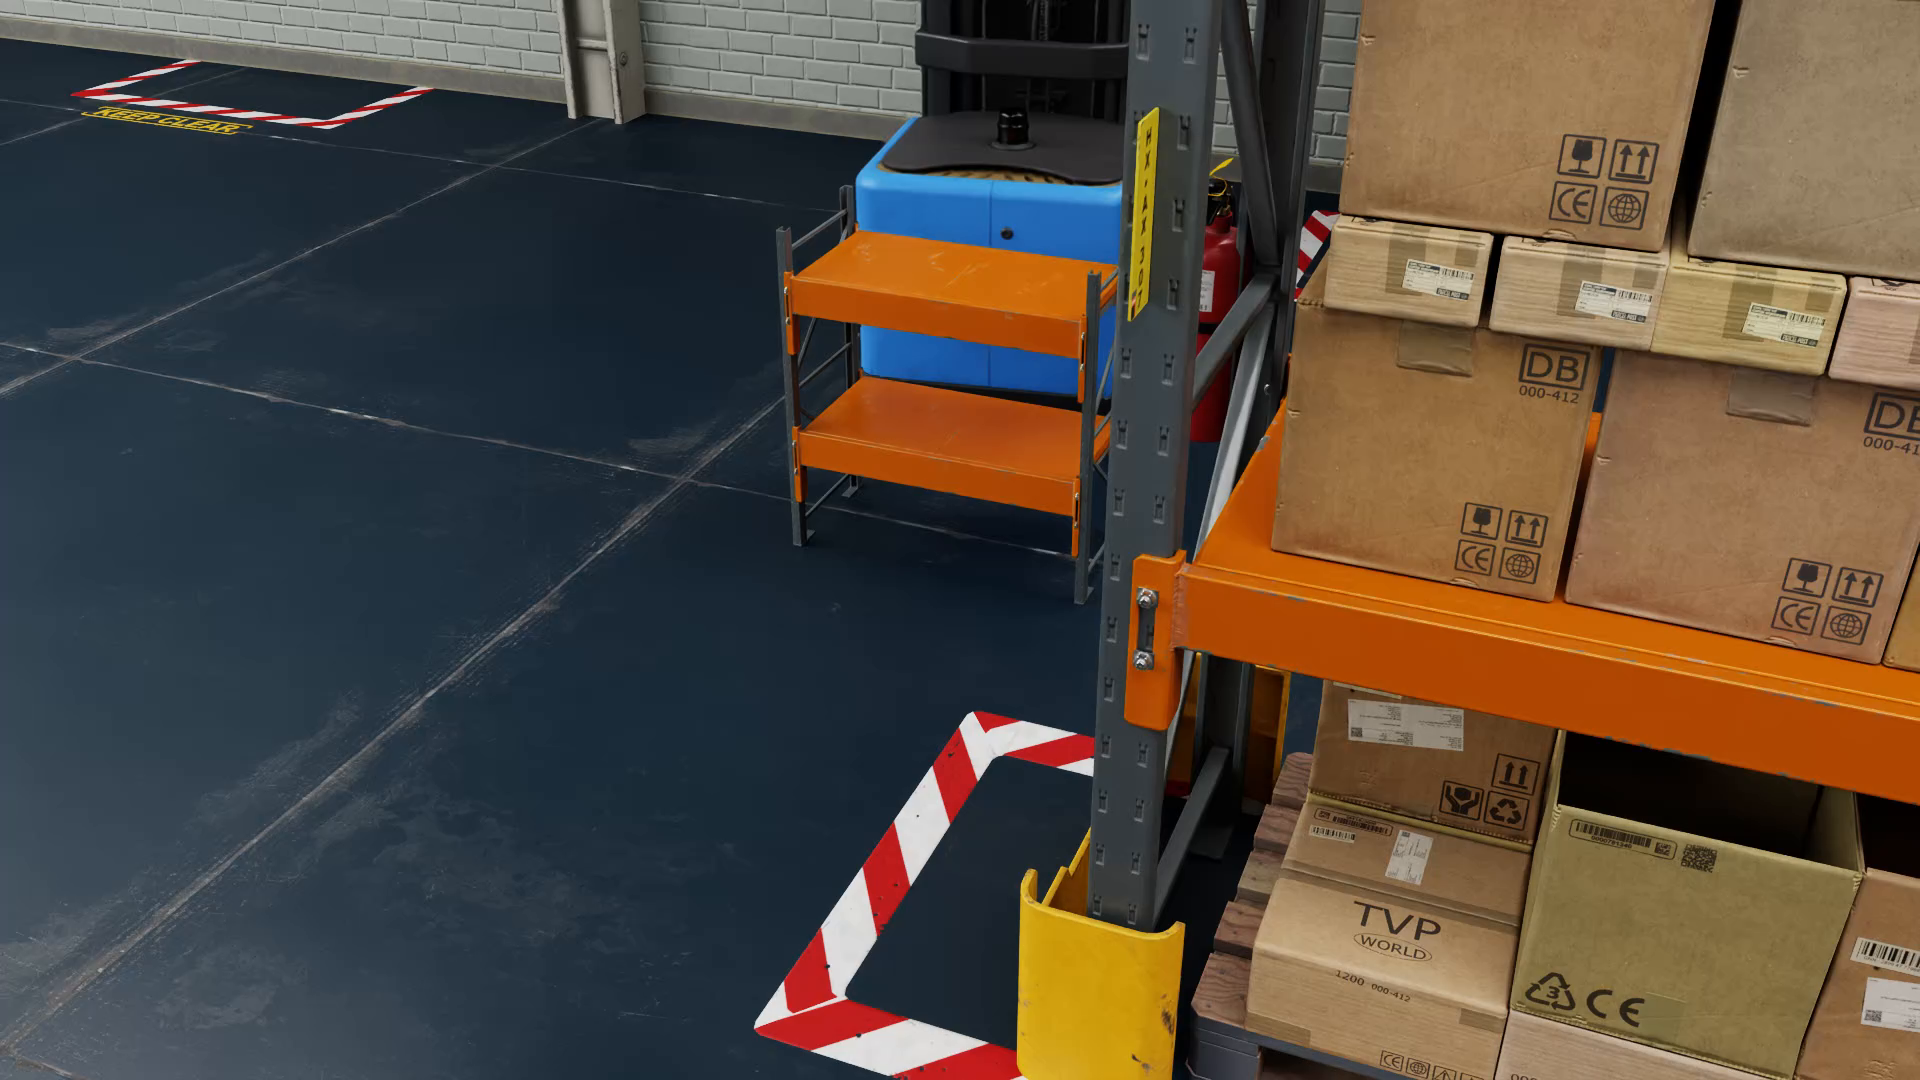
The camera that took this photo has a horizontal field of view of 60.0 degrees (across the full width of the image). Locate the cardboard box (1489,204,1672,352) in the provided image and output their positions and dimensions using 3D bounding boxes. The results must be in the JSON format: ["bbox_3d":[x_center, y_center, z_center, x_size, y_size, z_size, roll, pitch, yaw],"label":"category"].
[{"bbox_3d":[1.035,-0.465,2.764,0.250,0.149,0.380,10,31,18],"label":"cardboard box"}]

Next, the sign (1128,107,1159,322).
[{"bbox_3d":[0.293,-0.517,2.656,0.005,0.325,0.100,11,31,19],"label":"sign"}]

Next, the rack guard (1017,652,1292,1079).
[{"bbox_3d":[0.485,0.726,3.957,0.348,0.500,1.175,11,31,19],"label":"rack guard"}]

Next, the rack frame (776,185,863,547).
[{"bbox_3d":[-0.465,-0.582,5.637,0.032,1.125,0.500,11,31,19],"label":"rack frame"}]

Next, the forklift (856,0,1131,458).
[{"bbox_3d":[0.438,-2.288,6.819,1.130,2.935,3.031,6,30,11],"label":"forklift"}]

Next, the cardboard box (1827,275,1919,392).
[{"bbox_3d":[1.499,-0.371,2.597,0.250,0.149,0.380,11,31,18],"label":"cardboard box"}]

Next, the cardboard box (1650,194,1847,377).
[{"bbox_3d":[1.266,-0.418,2.681,0.250,0.149,0.380,11,31,19],"label":"cardboard box"}]

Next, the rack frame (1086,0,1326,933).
[{"bbox_3d":[0.507,-0.358,3.334,0.127,3.000,1.000,11,31,19],"label":"rack frame"}]

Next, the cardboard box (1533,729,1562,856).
[{"bbox_3d":[1.583,0.708,3.817,0.500,0.250,0.500,11,31,19],"label":"cardboard box"}]

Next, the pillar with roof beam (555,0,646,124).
[{"bbox_3d":[-3.838,-4.641,4.815,0.400,9.000,9.100,11,31,19],"label":"pillar with roof beam"}]

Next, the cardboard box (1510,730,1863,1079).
[{"bbox_3d":[1.384,0.622,3.206,0.500,0.500,0.500,11,31,19],"label":"cardboard box"}]

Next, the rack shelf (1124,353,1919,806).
[{"bbox_3d":[2.360,0.325,2.857,4.000,0.370,1.077,11,31,19],"label":"rack shelf"}]

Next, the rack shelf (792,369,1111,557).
[{"bbox_3d":[0.006,-0.276,5.591,1.000,0.278,0.538,11,31,19],"label":"rack shelf"}]

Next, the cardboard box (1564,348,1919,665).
[{"bbox_3d":[1.423,-0.214,2.979,0.500,0.500,0.700,12,32,20],"label":"cardboard box"}]

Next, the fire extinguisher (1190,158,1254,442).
[{"bbox_3d":[0.572,-0.558,3.767,0.183,0.674,0.296,11,31,19],"label":"fire extinguisher"}]

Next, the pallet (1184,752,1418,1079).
[{"bbox_3d":[1.231,0.979,3.804,1.213,0.211,1.003,11,31,19],"label":"pallet"}]

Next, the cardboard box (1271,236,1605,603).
[{"bbox_3d":[0.935,-0.309,3.147,0.500,0.500,0.700,11,31,19],"label":"cardboard box"}]

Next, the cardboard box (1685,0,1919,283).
[{"bbox_3d":[1.473,-0.769,2.642,0.500,0.500,0.700,10,31,18],"label":"cardboard box"}]

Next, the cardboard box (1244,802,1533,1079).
[{"bbox_3d":[0.920,0.857,3.553,0.500,0.250,0.500,11,31,19],"label":"cardboard box"}]

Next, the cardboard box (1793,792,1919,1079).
[{"bbox_3d":[1.853,0.709,3.053,0.500,0.500,0.500,11,31,19],"label":"cardboard box"}]

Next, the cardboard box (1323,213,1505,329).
[{"bbox_3d":[0.790,-0.513,2.848,0.250,0.149,0.380,11,31,19],"label":"cardboard box"}]

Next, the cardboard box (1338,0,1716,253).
[{"bbox_3d":[0.984,-0.864,2.810,0.500,0.500,0.700,11,31,19],"label":"cardboard box"}]

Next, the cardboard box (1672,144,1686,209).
[{"bbox_3d":[1.413,-0.605,3.011,0.250,0.149,0.380,11,31,18],"label":"cardboard box"}]

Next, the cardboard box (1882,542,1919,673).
[{"bbox_3d":[1.881,-0.120,2.812,0.500,0.500,0.700,12,31,19],"label":"cardboard box"}]

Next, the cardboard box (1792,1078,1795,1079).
[{"bbox_3d":[1.848,1.041,3.228,0.500,0.250,0.500,11,31,19],"label":"cardboard box"}]

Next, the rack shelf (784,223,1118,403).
[{"bbox_3d":[0.006,-0.743,5.327,1.000,0.278,0.538,11,31,19],"label":"rack shelf"}]

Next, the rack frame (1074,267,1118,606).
[{"bbox_3d":[0.477,-0.394,5.305,0.032,1.125,0.500,11,31,19],"label":"rack frame"}]

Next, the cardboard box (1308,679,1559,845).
[{"bbox_3d":[1.116,0.294,3.788,0.500,0.500,0.500,11,31,19],"label":"cardboard box"}]

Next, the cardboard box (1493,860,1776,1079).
[{"bbox_3d":[1.385,0.948,3.392,0.500,0.250,0.500,11,31,19],"label":"cardboard box"}]

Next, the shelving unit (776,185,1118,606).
[{"bbox_3d":[0.006,-0.488,5.471,1.048,1.125,0.538,11,31,19],"label":"shelving unit"}]

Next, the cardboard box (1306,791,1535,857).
[{"bbox_3d":[1.115,0.621,3.971,0.500,0.250,0.500,11,31,19],"label":"cardboard box"}]
